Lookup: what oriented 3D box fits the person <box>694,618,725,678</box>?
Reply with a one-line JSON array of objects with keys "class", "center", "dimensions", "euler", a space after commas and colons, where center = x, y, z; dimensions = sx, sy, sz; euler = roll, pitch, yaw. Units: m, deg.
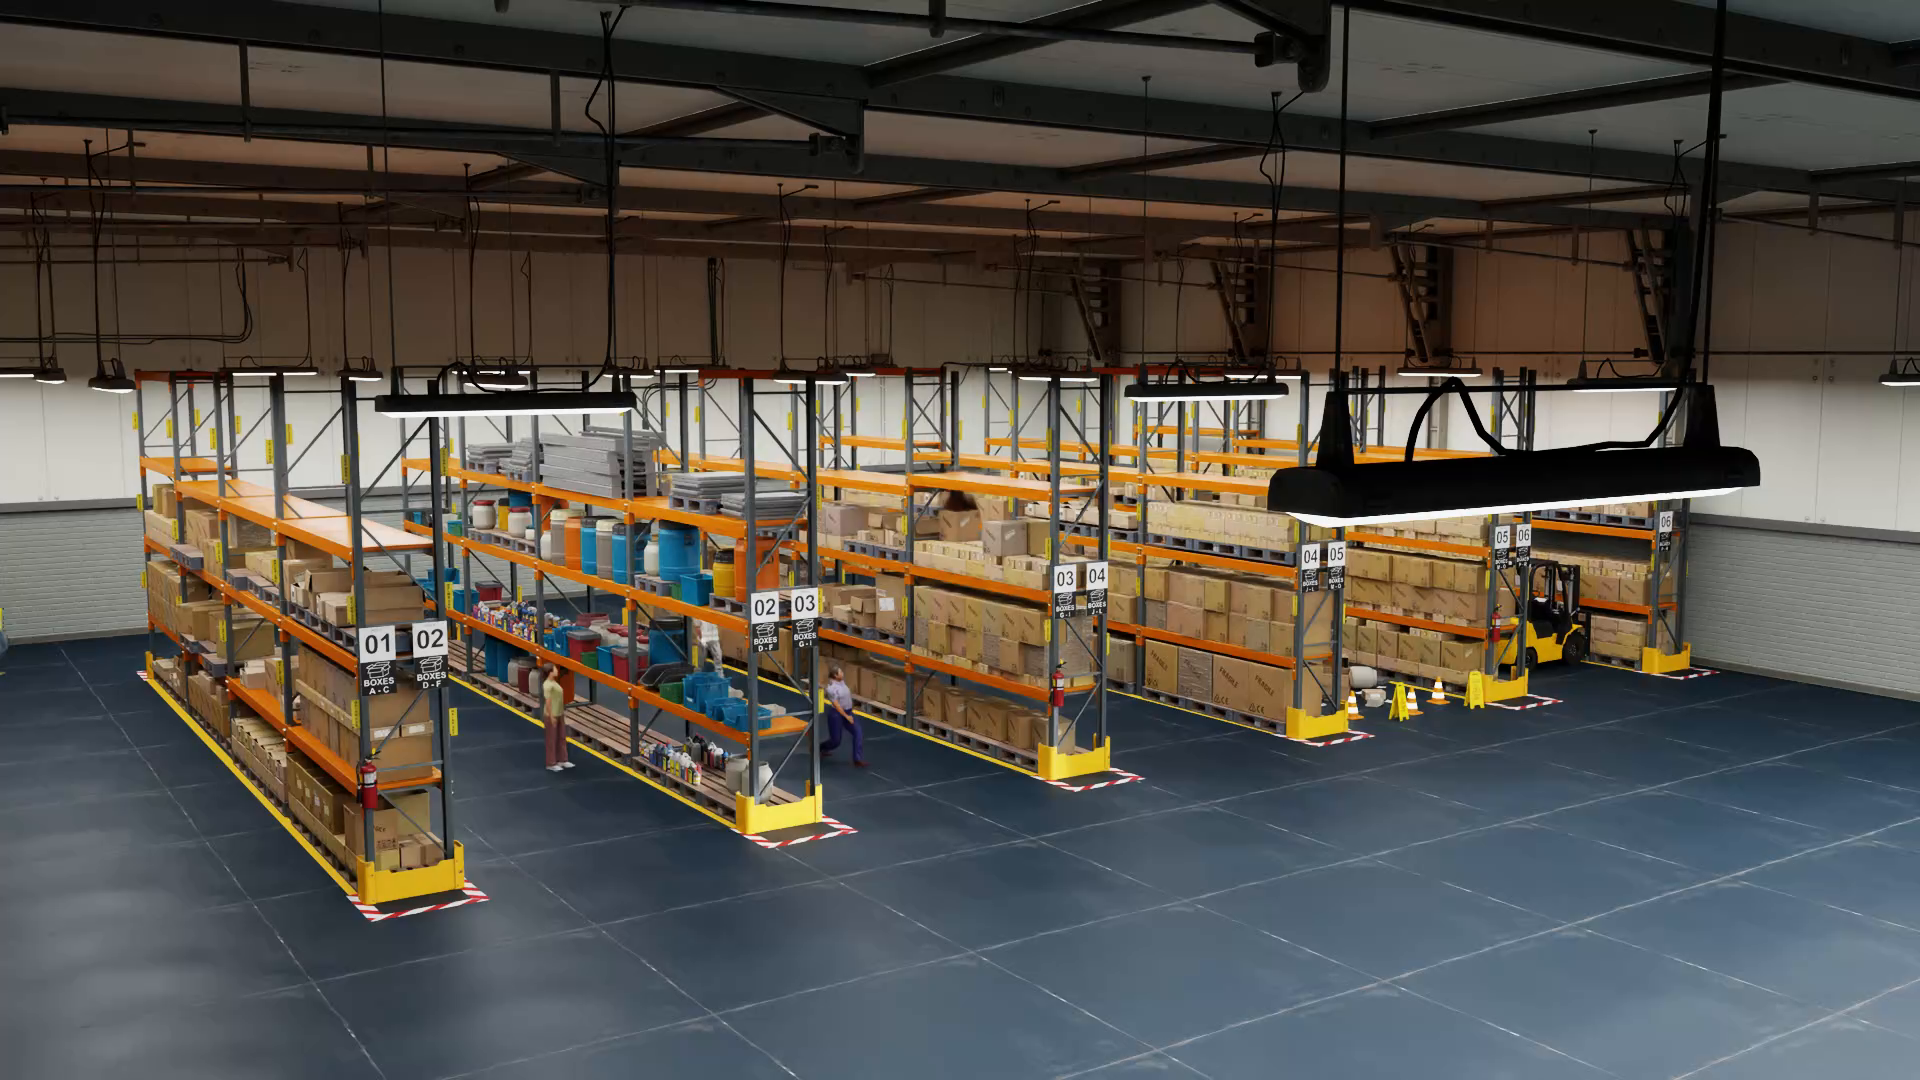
[{"class": "person", "center": [-4.723, 1.906, 31.429], "dimensions": [0.565, 1.737, 0.972], "euler": [-5, 8, -36]}]

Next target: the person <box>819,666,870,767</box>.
[{"class": "person", "center": [-1.793, 2.691, 25.527], "dimensions": [0.956, 1.529, 0.500], "euler": [6, 9, 43]}]

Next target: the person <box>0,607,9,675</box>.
[{"class": "person", "center": [-18.877, 1.776, 32.467], "dimensions": [0.472, 1.758, 0.590], "euler": [-3, 7, -26]}]

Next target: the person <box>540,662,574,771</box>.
[{"class": "person", "center": [-6.135, 2.668, 25.221], "dimensions": [0.389, 1.669, 0.517], "euler": [2, 7, 14]}]
